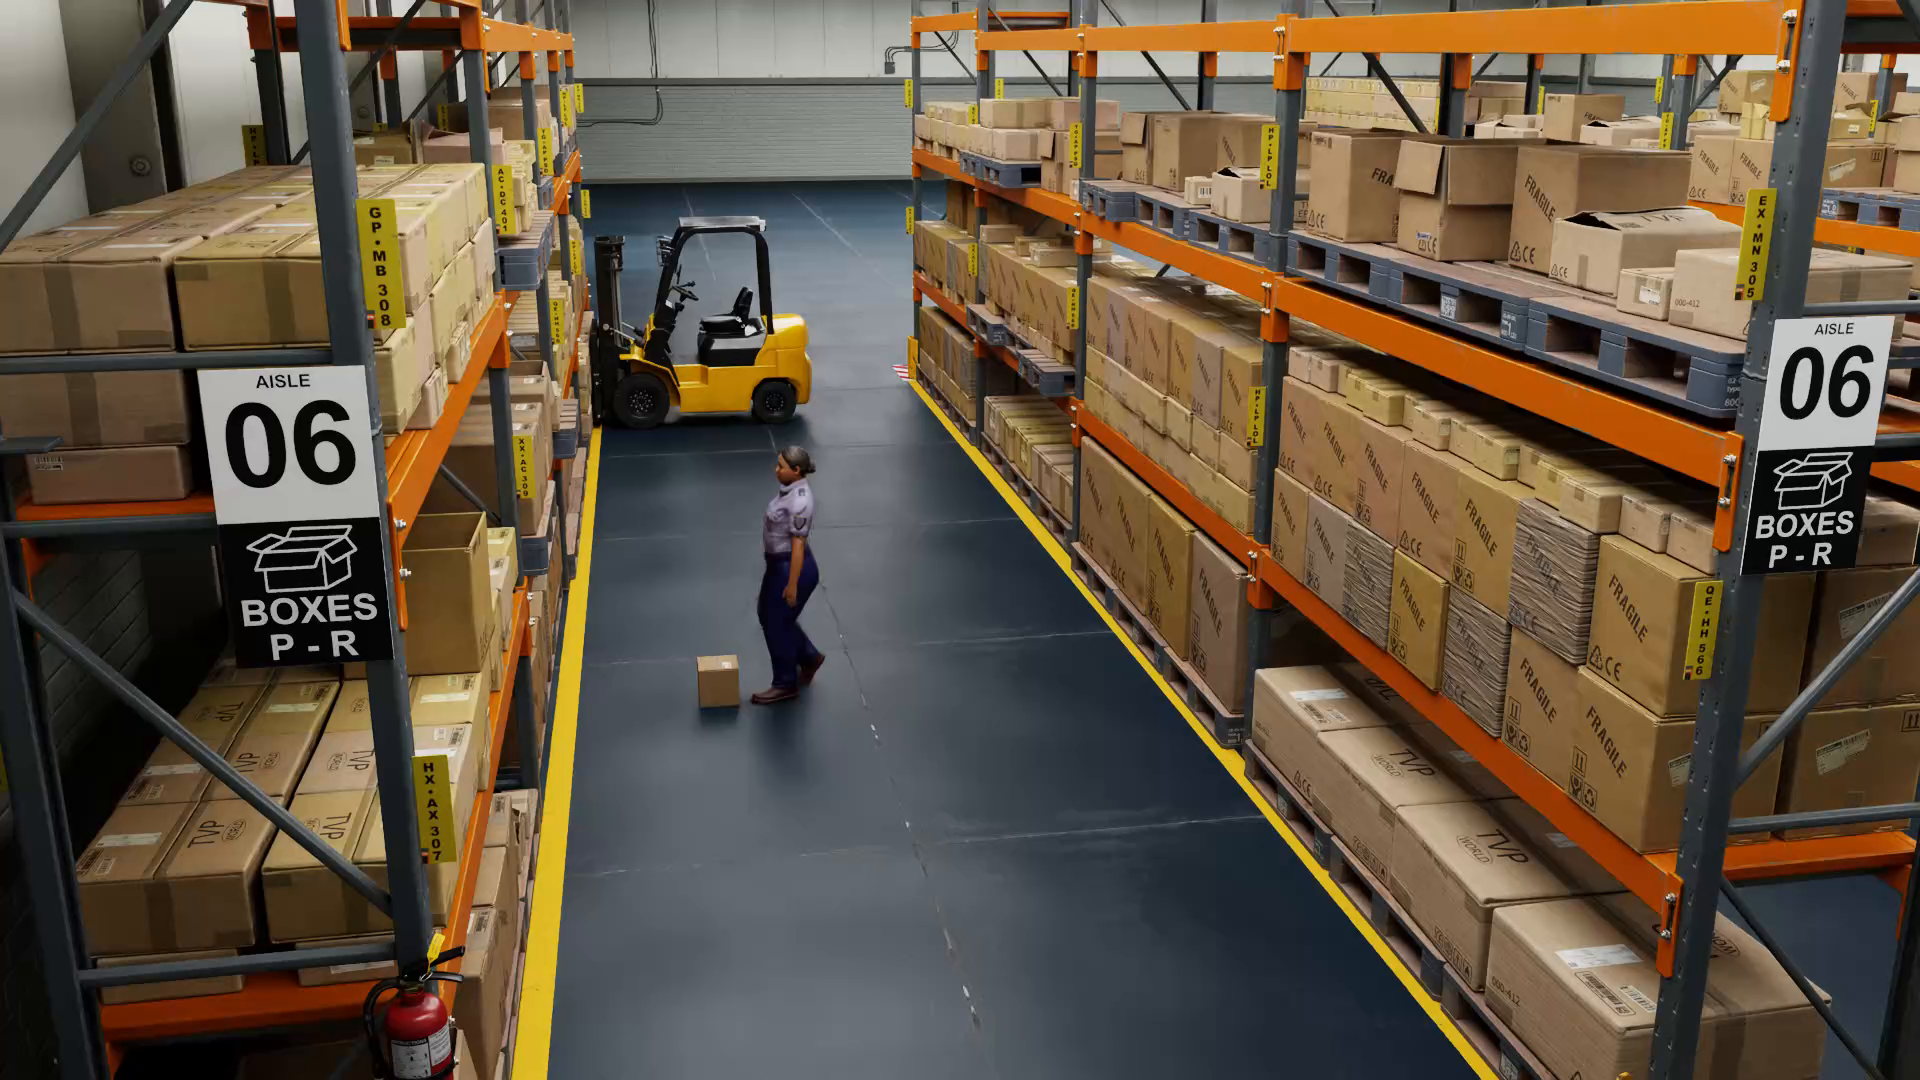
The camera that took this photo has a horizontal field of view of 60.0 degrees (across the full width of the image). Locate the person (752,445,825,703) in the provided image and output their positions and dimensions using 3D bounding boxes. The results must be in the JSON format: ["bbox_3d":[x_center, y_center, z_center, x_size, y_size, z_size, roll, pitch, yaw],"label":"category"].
[{"bbox_3d":[-1.086,0.205,10.400,0.498,1.635,0.515,-3,17,-10],"label":"person"}]
